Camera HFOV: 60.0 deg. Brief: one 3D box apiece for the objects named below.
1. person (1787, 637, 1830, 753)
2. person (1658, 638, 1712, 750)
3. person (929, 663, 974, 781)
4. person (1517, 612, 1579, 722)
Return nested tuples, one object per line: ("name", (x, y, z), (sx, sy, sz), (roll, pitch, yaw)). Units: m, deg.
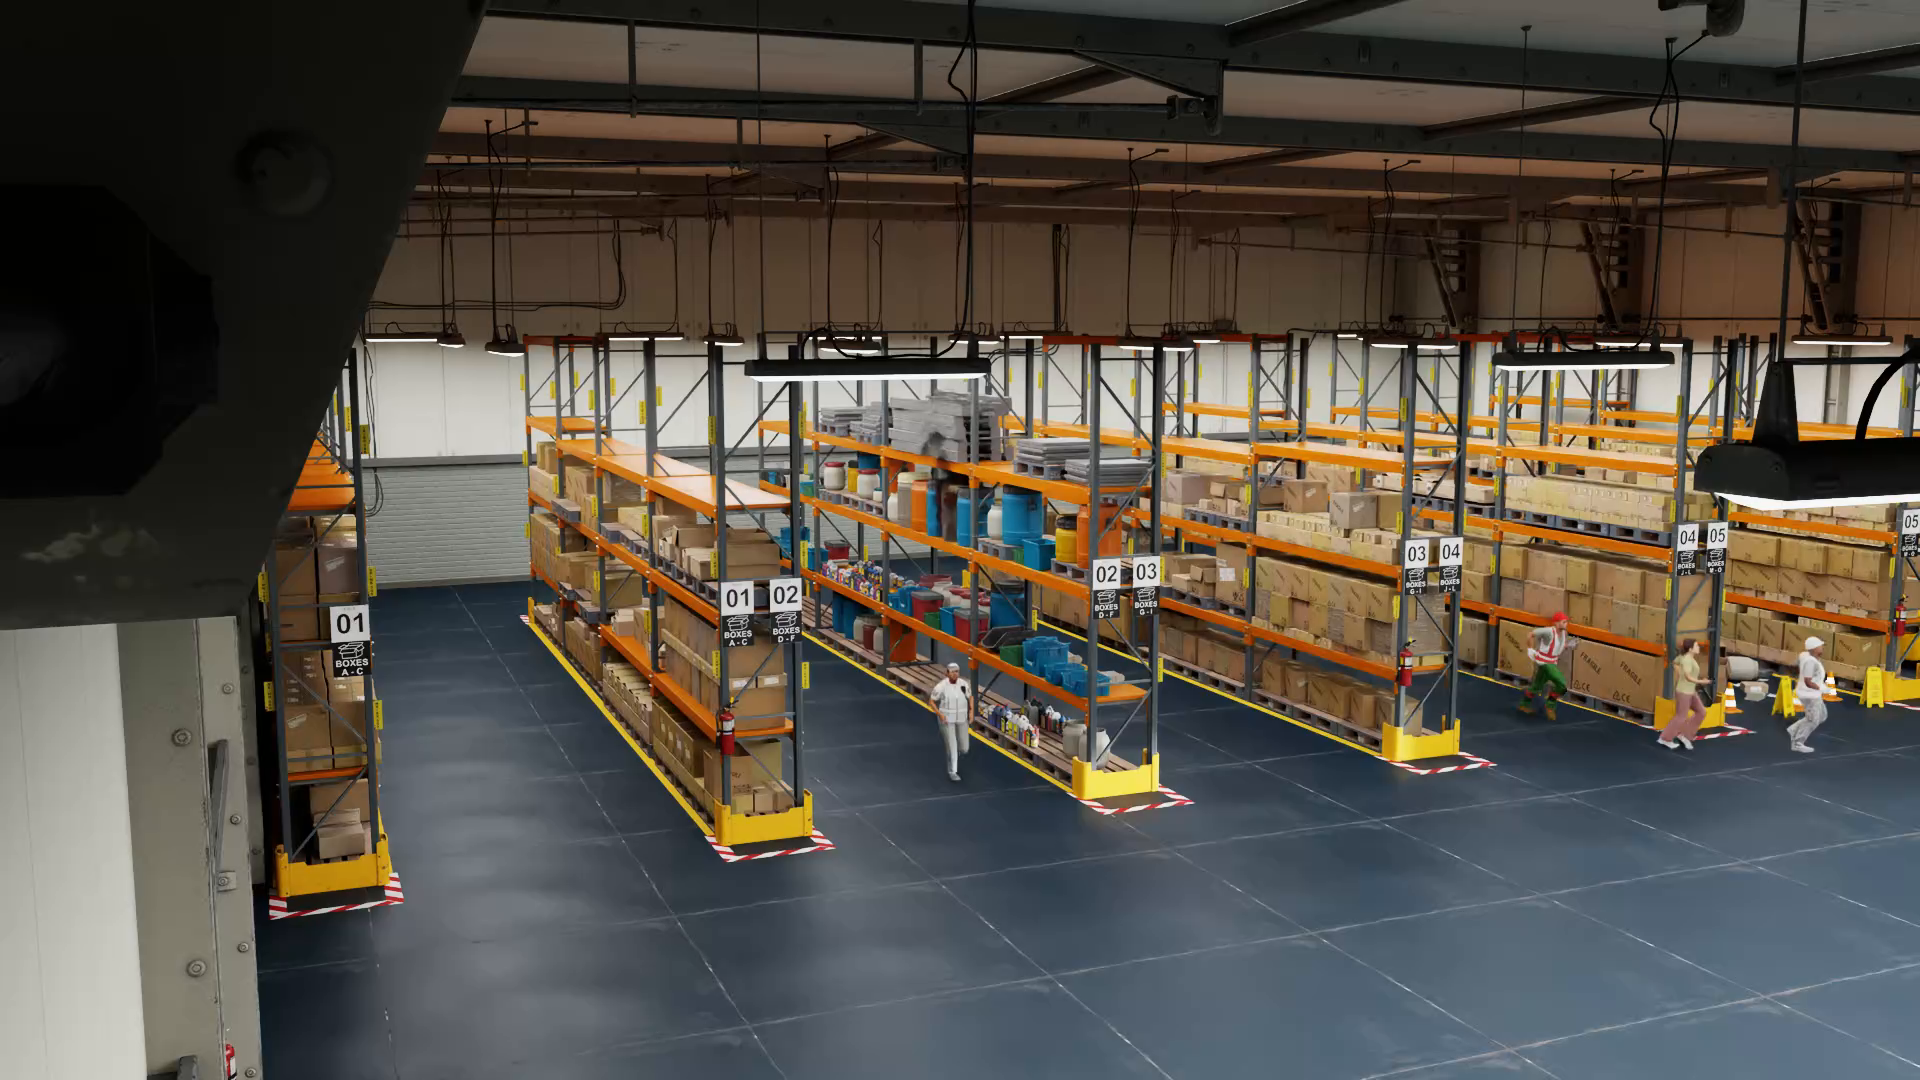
("person", (12.388, 2.257, 24.223), (0.533, 1.731, 0.707), (3, 8, 21))
("person", (10.683, 2.279, 24.463), (0.693, 1.711, 0.594), (4, 9, 27))
("person", (-0.113, 2.479, 23.009), (0.648, 1.615, 0.646), (-3, 8, -20))
("person", (9.268, 1.975, 26.275), (0.939, 1.745, 0.645), (8, 11, 44))
